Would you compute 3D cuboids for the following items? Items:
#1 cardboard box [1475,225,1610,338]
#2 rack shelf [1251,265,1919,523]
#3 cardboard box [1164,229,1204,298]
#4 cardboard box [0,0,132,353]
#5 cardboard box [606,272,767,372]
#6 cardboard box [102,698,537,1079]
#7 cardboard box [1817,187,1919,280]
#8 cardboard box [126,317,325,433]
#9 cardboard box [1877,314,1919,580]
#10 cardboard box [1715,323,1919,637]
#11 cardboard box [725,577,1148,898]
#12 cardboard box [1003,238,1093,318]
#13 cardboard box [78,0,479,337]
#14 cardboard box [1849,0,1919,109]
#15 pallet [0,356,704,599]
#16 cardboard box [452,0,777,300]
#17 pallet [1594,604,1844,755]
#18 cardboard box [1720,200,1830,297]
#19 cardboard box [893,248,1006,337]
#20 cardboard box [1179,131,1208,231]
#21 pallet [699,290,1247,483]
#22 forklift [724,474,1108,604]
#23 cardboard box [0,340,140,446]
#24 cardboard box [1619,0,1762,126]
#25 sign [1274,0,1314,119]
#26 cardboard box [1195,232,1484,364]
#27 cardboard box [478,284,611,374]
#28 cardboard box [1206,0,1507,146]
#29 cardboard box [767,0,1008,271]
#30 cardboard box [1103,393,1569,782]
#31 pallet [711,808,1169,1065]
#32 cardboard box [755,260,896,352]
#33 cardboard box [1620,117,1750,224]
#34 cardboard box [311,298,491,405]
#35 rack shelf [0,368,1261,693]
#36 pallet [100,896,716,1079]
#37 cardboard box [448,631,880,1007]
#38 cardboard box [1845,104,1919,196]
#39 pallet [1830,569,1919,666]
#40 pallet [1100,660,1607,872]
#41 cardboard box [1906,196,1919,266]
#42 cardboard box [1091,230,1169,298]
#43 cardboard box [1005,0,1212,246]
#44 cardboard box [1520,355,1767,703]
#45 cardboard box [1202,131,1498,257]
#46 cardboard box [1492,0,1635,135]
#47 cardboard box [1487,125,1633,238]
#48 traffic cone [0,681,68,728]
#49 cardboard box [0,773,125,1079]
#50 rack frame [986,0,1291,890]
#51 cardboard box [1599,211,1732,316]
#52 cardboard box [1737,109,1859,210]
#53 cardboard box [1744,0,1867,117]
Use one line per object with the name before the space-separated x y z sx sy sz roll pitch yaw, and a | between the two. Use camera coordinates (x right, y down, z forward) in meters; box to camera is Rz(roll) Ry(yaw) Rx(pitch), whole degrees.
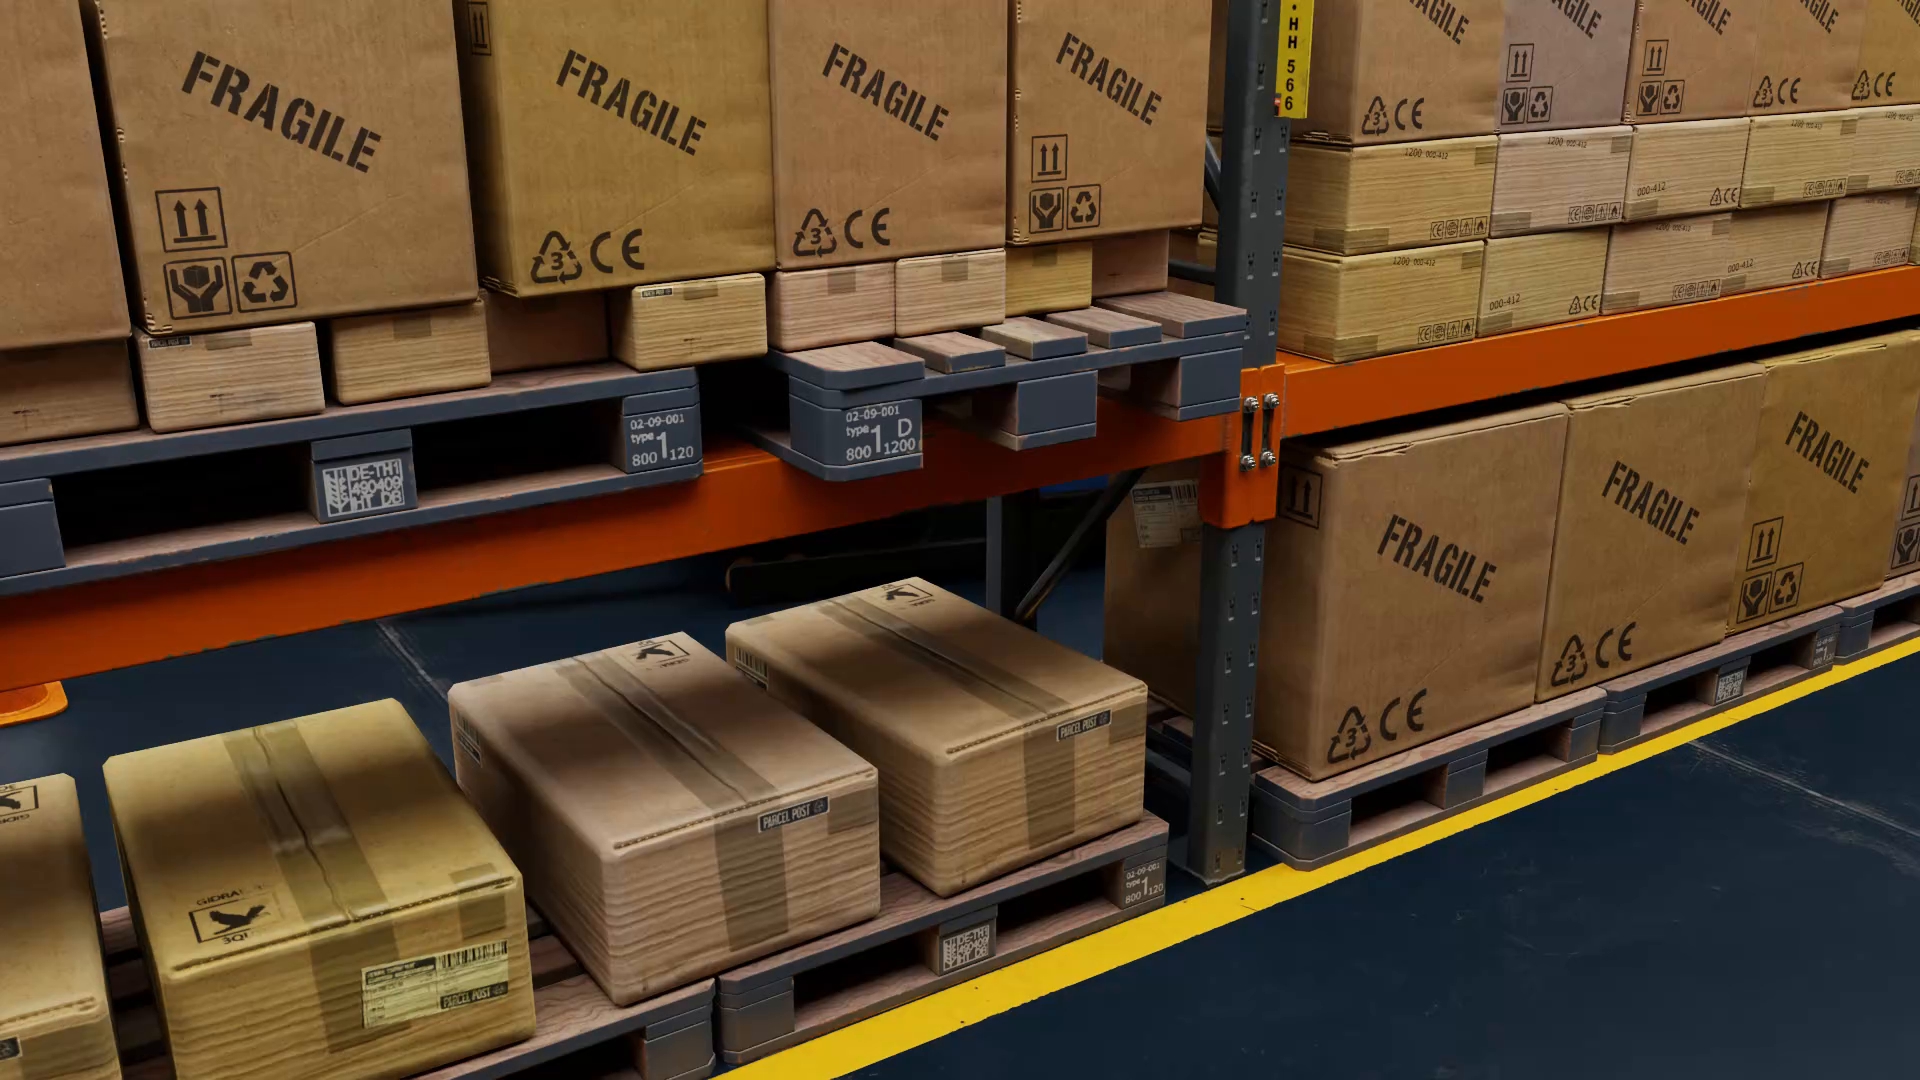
cardboard box | 1.364 -0.734 4.468 0.500 0.250 0.500 -13 22 -33
rack shelf | 2.068 -0.703 5.263 4.000 0.370 1.077 -12 22 -31
cardboard box | 0.678 -0.779 4.599 0.500 0.250 0.500 -13 23 -33
cardboard box | -1.555 -0.552 2.417 0.500 0.500 0.500 -12 22 -32
cardboard box | -0.553 -0.433 3.079 0.250 0.149 0.380 -11 22 -30
cardboard box | -1.328 0.716 3.392 0.625 0.372 0.950 -11 22 -30
cardboard box | 2.645 -1.005 5.269 0.500 0.250 0.500 -13 22 -33
cardboard box | -1.203 -0.302 2.690 0.250 0.149 0.380 -11 22 -29
cardboard box | 3.265 -0.458 6.077 0.875 0.875 0.875 -11 22 -30
cardboard box | 2.515 -0.297 5.600 0.875 0.875 0.875 -11 22 -30
cardboard box | -0.079 0.451 4.173 0.625 0.372 0.950 -14 23 -35
cardboard box | 0.070 -0.584 3.525 0.250 0.149 0.380 -12 22 -31
cardboard box | -1.132 -0.645 2.693 0.500 0.500 0.500 -13 23 -34
cardboard box | 2.642 -1.594 5.059 0.500 0.500 0.500 -11 22 -30
pallet | -1.233 -0.241 3.073 1.213 0.211 1.003 -12 22 -31
cardboard box | -0.675 -0.741 2.977 0.500 0.500 0.500 -14 23 -35
pallet | 2.116 0.297 5.536 1.213 0.211 1.003 -12 22 -31
cardboard box | 2.216 -0.913 4.996 0.500 0.250 0.500 -12 22 -31
cardboard box | -0.116 -0.528 3.359 0.250 0.149 0.380 -12 22 -32
cardboard box | 0.663 -1.010 4.504 0.500 0.250 0.500 -12 22 -32
pallet | -0.138 -0.446 3.681 1.003 0.211 1.213 -12 22 -31
forklift | -0.652 -1.345 6.146 3.031 2.935 1.130 -6 20 -16
cardboard box | -1.454 -0.269 2.593 0.250 0.149 0.380 -12 22 -31
cardboard box | 1.794 -1.411 4.517 0.500 0.500 0.500 -11 22 -30
sign | 0.704 -1.059 3.509 0.005 0.325 0.100 -12 22 -31
cardboard box | 0.945 -0.639 4.186 0.500 0.250 0.500 -12 22 -32
cardboard box | -0.832 -0.423 3.048 0.250 0.149 0.380 -12 22 -31
cardboard box | 0.945 -1.234 3.994 0.500 0.500 0.500 -13 22 -33
cardboard box | -0.254 -0.830 3.240 0.500 0.500 0.500 -12 22 -32
cardboard box | 1.021 0.017 4.673 0.875 0.875 0.875 -12 22 -32
pallet | -0.255 0.767 4.147 1.213 0.211 1.003 -12 22 -31
cardboard box | -0.331 -0.485 3.234 0.250 0.149 0.380 -13 23 -34
cardboard box | 1.812 -1.056 4.637 0.500 0.250 0.500 -12 22 -32
cardboard box | -0.997 -0.357 2.852 0.250 0.149 0.380 -13 22 -33
rack shelf | -1.272 0.002 3.179 4.000 0.370 1.077 -12 22 -31
pallet | -1.273 0.980 3.515 1.213 0.211 1.003 -12 22 -31
cardboard box | -0.691 0.584 3.783 0.625 0.372 0.950 -12 22 -32
cardboard box | 2.662 -1.236 5.171 0.500 0.250 0.500 -11 22 -30
pallet | 3.136 0.081 6.175 1.213 0.211 1.003 -12 22 -31
pallet | 1.098 0.511 4.904 1.213 0.211 1.003 -12 22 -31
cardboard box | 3.077 -1.089 5.517 0.500 0.250 0.500 -12 22 -32
cardboard box | 0.254 -0.651 3.722 0.250 0.149 0.380 -11 22 -29
cardboard box | 0.171 -0.924 3.519 0.500 0.500 0.500 -13 22 -33
cardboard box | 1.768 -0.139 5.135 0.875 0.875 0.875 -12 22 -31
cardboard box | 0.957 -0.880 4.119 0.500 0.250 0.500 -12 22 -32
cardboard box | 1.353 -1.324 4.260 0.500 0.500 0.500 -12 22 -31
cardboard box | 1.389 -0.971 4.387 0.500 0.250 0.500 -11 22 -30
traffic cone | -2.985 0.304 5.124 0.334 0.463 0.336 -12 22 -31
cardboard box | -1.907 0.839 3.028 0.625 0.372 0.950 -10 21 -28
rack frame | 0.398 -0.691 4.106 0.127 3.000 1.000 -12 22 -31
cardboard box | 1.806 -0.825 4.736 0.500 0.250 0.500 -11 22 -30
cardboard box | 2.243 -1.141 4.891 0.500 0.250 0.500 -11 22 -30
cardboard box | 2.217 -1.499 4.777 0.500 0.500 0.500 -12 22 -31
